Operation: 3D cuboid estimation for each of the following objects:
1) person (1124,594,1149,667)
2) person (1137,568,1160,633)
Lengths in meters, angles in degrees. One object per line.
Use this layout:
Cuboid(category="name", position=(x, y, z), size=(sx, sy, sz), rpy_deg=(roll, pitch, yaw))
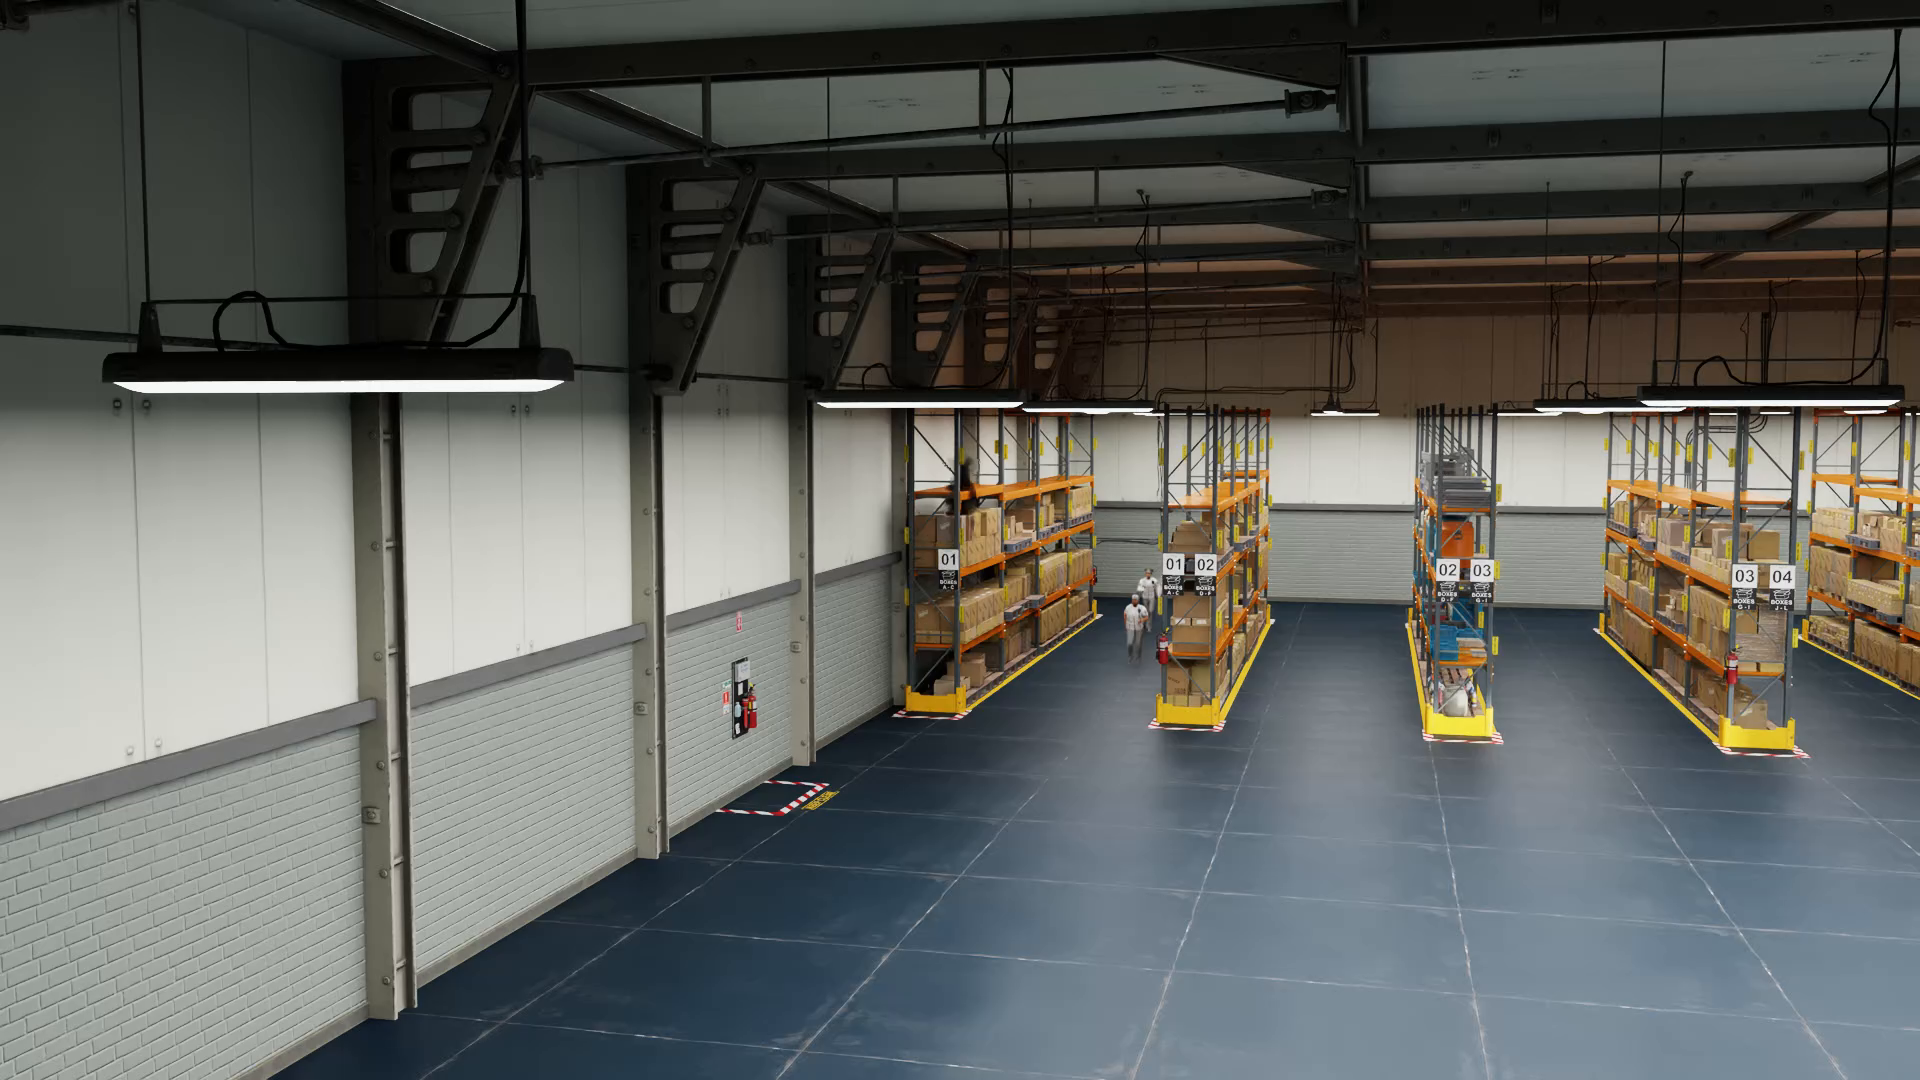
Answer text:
Cuboid(category="person", position=(4.079, 2.103, 38.511), size=(0.595, 1.702, 0.722), rpy_deg=(1, 4, 10))
Cuboid(category="person", position=(5.082, 1.611, 44.798), size=(0.583, 1.740, 0.845), rpy_deg=(1, 4, 14))
